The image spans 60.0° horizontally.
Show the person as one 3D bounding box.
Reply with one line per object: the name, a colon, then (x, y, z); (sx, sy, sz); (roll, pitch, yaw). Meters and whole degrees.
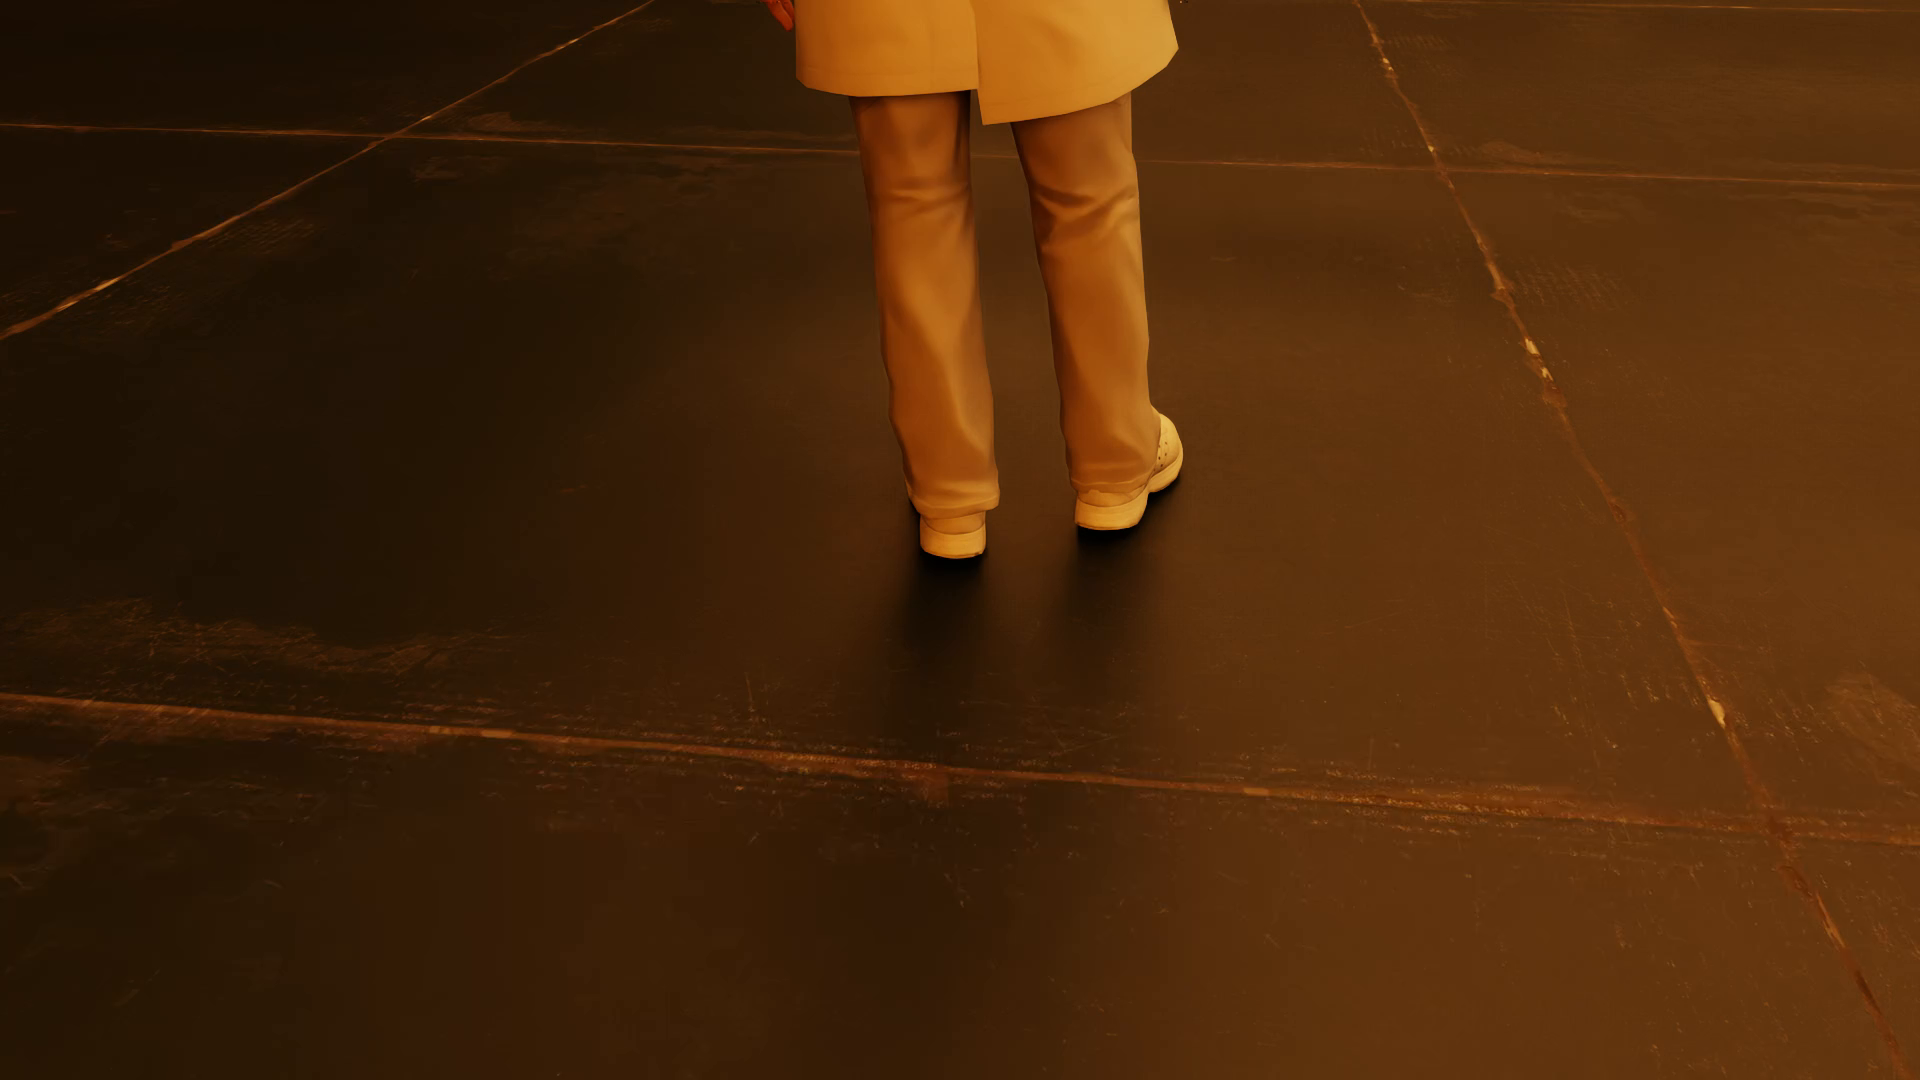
person: (0.017, -0.842, 2.179); (0.696, 1.776, 0.581); (3, 27, 7)
